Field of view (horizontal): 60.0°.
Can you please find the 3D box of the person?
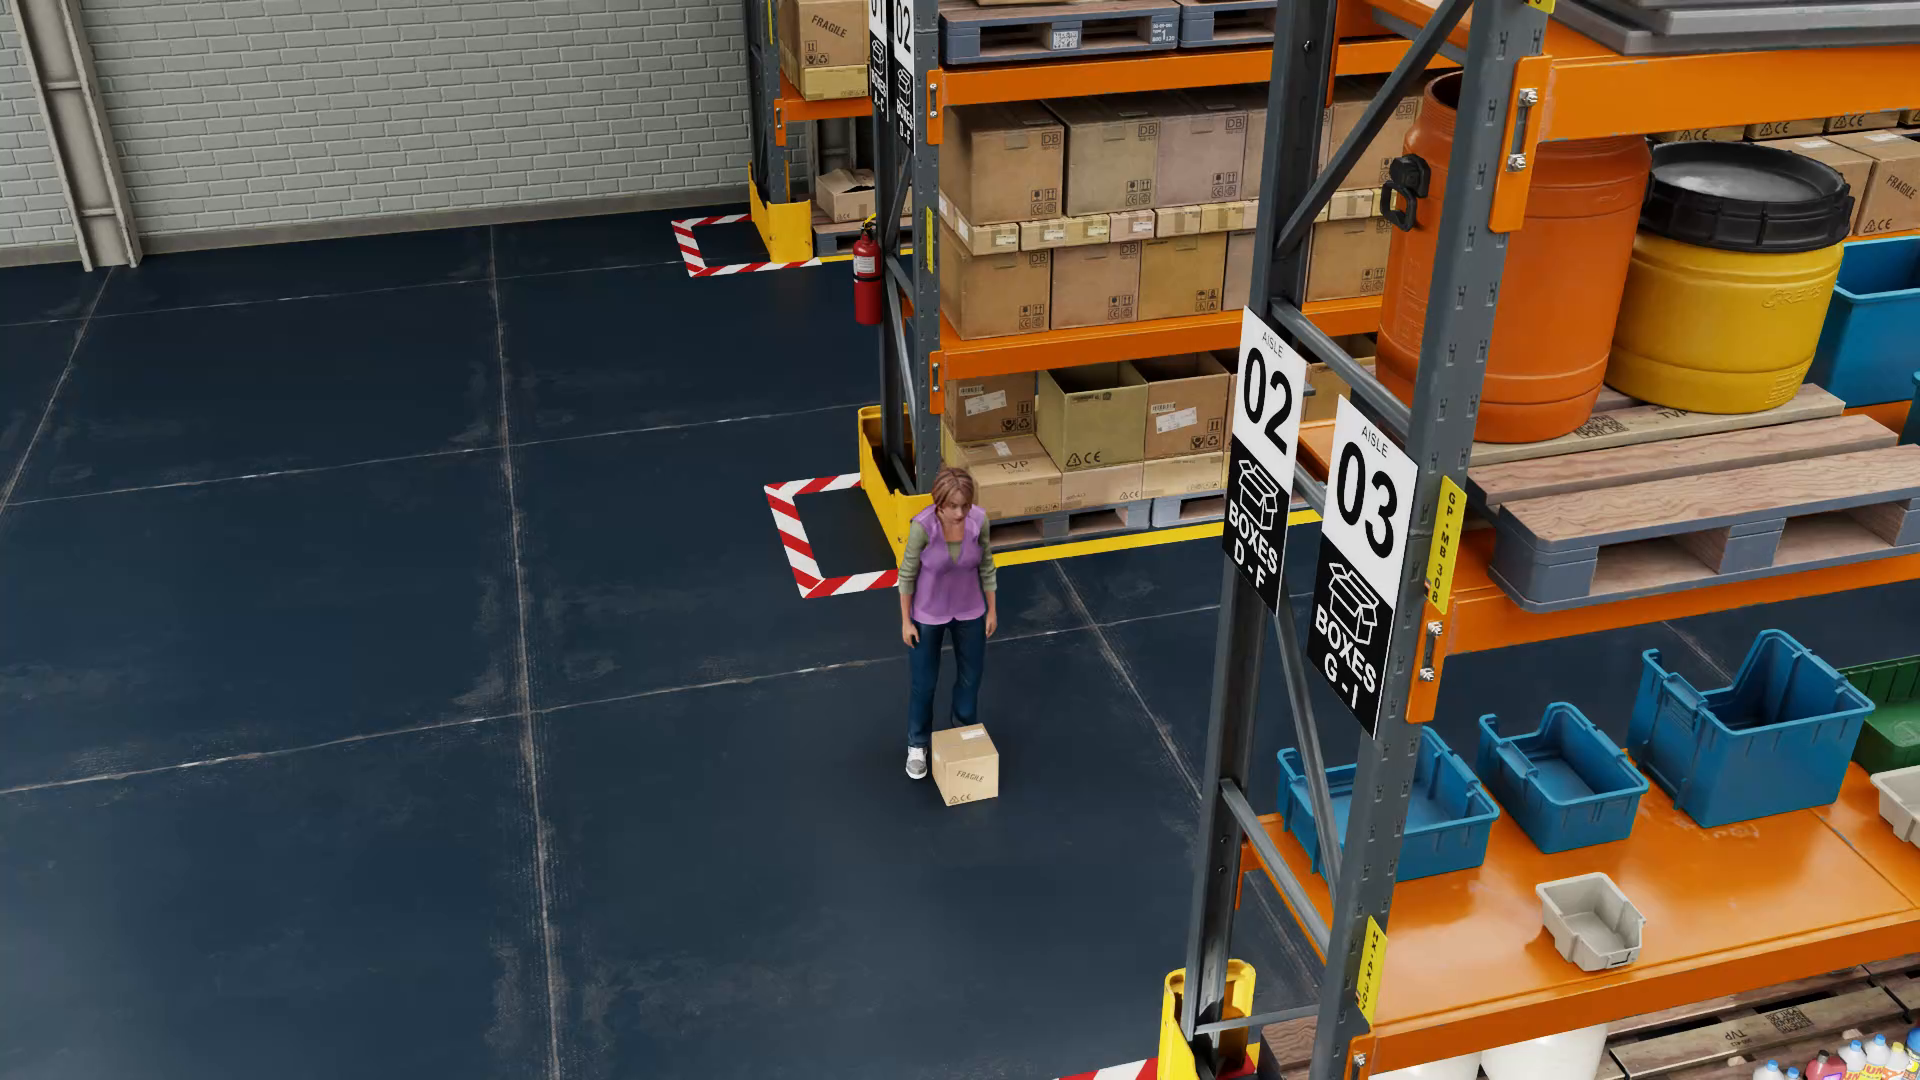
[{"bbox_3d":[-0.053,0.355,7.640,0.462,1.593,0.343,-8,32,-13],"label":"person"}]
